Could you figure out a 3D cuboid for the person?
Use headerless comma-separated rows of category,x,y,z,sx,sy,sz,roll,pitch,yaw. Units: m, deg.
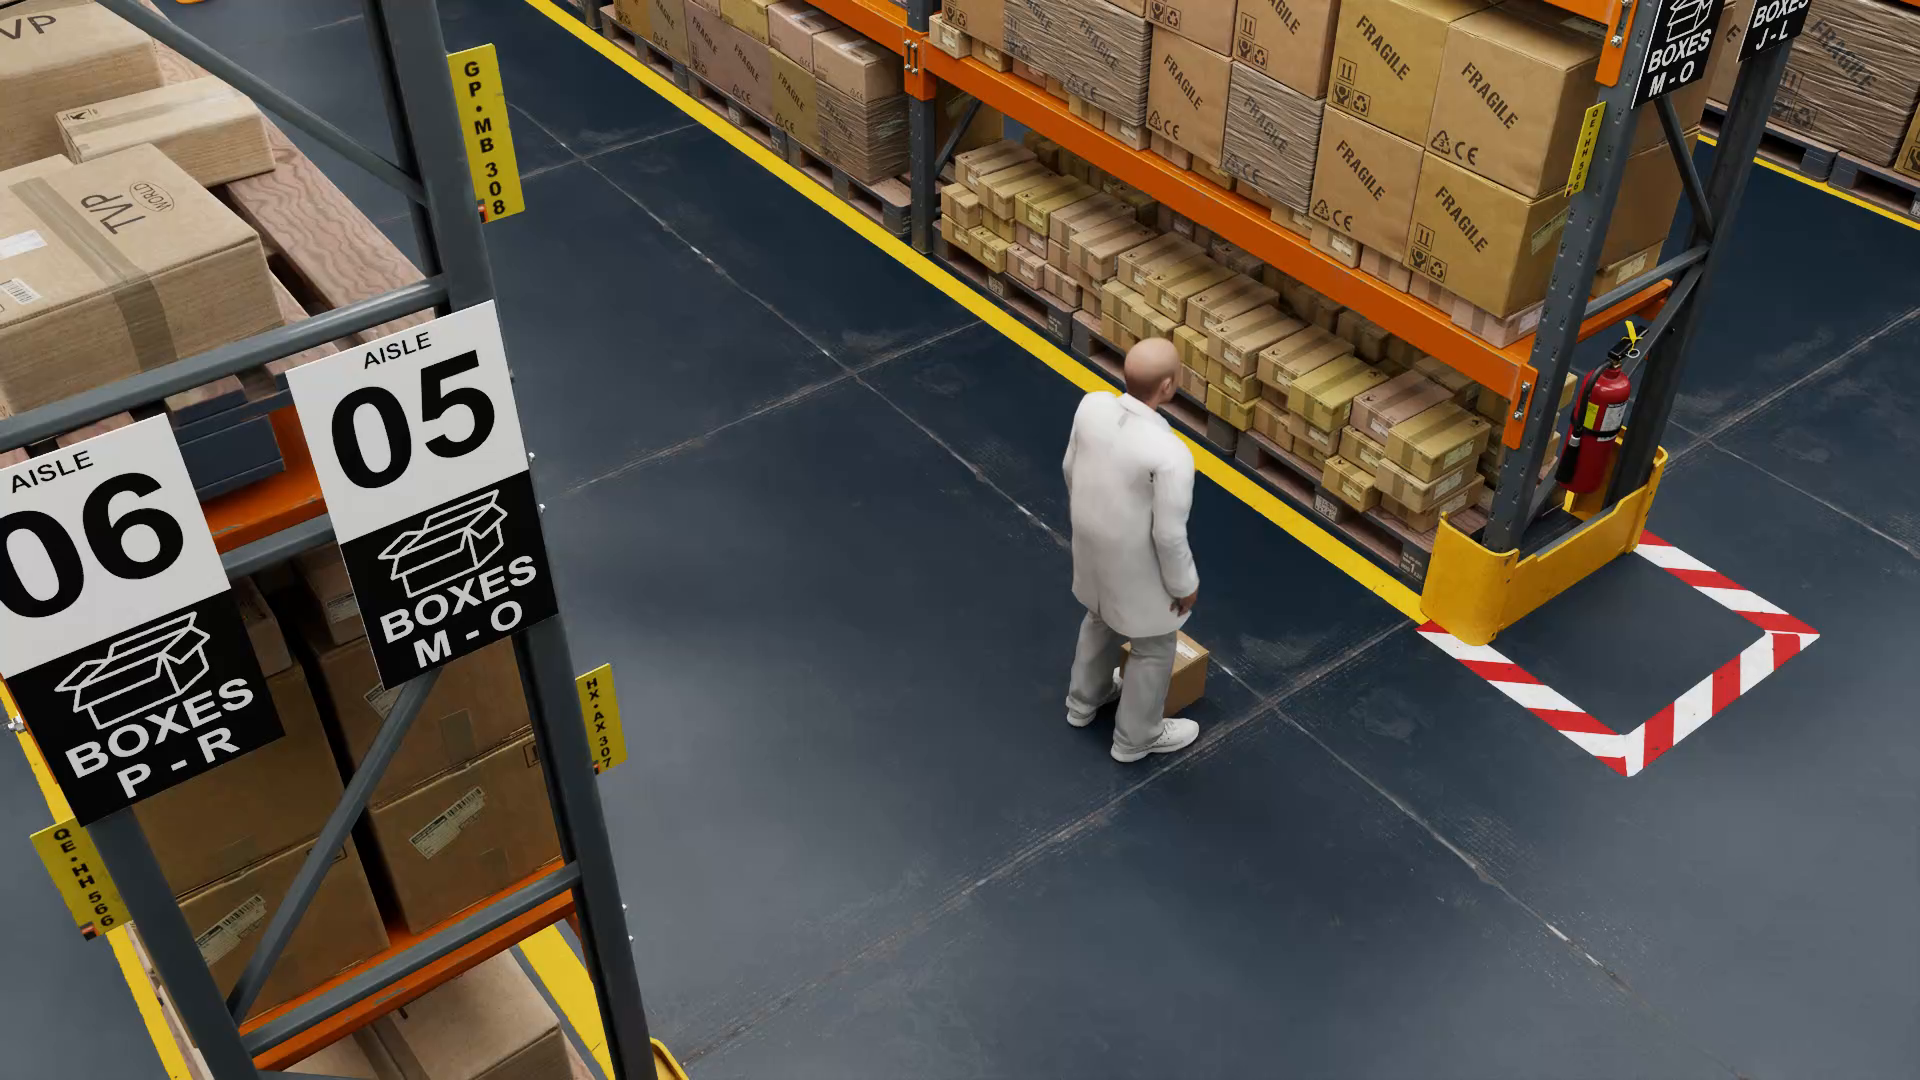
person,1.479,-5.373,12.624,12.011,1.774,13.121,-26,46,-28
